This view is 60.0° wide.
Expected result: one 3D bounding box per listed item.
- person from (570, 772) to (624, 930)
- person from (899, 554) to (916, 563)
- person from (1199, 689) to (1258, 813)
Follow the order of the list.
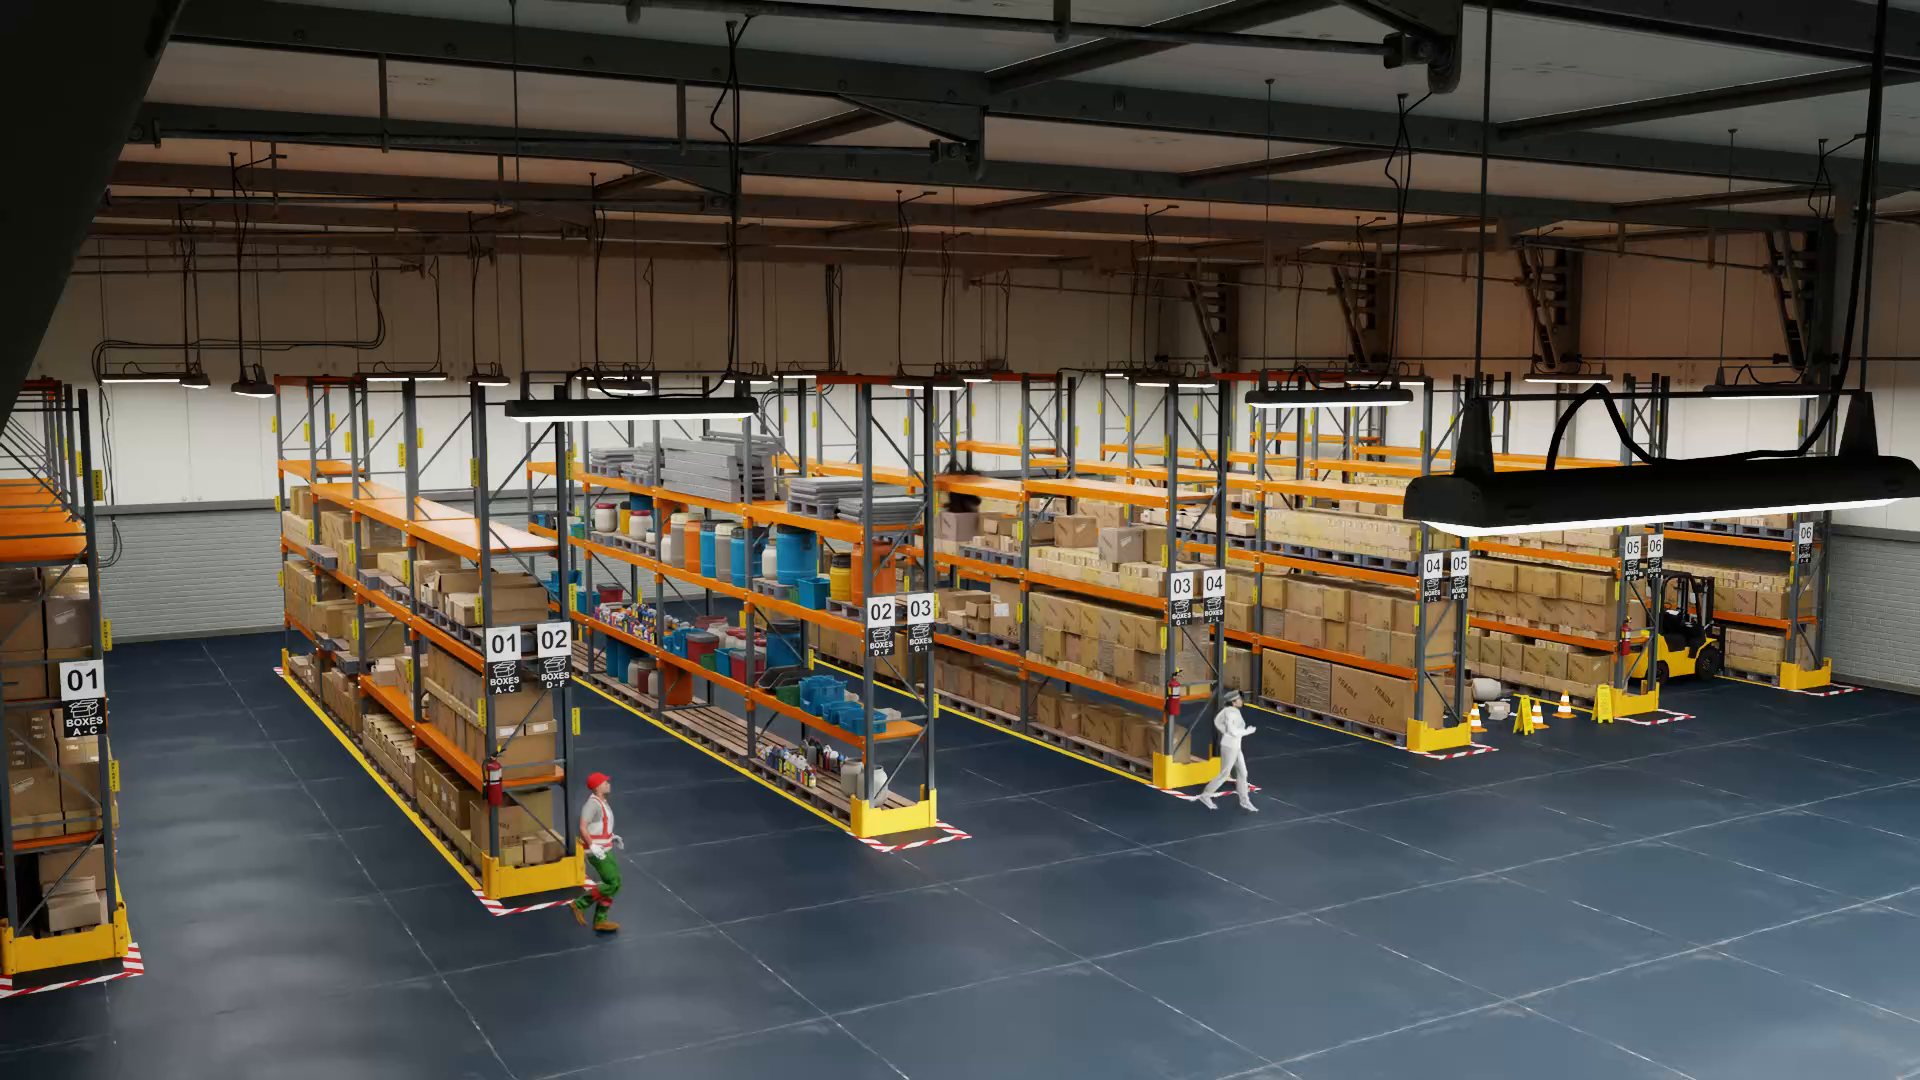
[{"bbox_3d":[-4.047,3.451,18.550,0.566,1.730,0.708,-1,6,-5],"label":"person"},{"bbox_3d":[-1.354,0.998,41.107,0.729,1.676,0.568,5,8,38],"label":"person"},{"bbox_3d":[3.769,2.943,23.266,0.828,1.738,0.615,1,6,8],"label":"person"}]
